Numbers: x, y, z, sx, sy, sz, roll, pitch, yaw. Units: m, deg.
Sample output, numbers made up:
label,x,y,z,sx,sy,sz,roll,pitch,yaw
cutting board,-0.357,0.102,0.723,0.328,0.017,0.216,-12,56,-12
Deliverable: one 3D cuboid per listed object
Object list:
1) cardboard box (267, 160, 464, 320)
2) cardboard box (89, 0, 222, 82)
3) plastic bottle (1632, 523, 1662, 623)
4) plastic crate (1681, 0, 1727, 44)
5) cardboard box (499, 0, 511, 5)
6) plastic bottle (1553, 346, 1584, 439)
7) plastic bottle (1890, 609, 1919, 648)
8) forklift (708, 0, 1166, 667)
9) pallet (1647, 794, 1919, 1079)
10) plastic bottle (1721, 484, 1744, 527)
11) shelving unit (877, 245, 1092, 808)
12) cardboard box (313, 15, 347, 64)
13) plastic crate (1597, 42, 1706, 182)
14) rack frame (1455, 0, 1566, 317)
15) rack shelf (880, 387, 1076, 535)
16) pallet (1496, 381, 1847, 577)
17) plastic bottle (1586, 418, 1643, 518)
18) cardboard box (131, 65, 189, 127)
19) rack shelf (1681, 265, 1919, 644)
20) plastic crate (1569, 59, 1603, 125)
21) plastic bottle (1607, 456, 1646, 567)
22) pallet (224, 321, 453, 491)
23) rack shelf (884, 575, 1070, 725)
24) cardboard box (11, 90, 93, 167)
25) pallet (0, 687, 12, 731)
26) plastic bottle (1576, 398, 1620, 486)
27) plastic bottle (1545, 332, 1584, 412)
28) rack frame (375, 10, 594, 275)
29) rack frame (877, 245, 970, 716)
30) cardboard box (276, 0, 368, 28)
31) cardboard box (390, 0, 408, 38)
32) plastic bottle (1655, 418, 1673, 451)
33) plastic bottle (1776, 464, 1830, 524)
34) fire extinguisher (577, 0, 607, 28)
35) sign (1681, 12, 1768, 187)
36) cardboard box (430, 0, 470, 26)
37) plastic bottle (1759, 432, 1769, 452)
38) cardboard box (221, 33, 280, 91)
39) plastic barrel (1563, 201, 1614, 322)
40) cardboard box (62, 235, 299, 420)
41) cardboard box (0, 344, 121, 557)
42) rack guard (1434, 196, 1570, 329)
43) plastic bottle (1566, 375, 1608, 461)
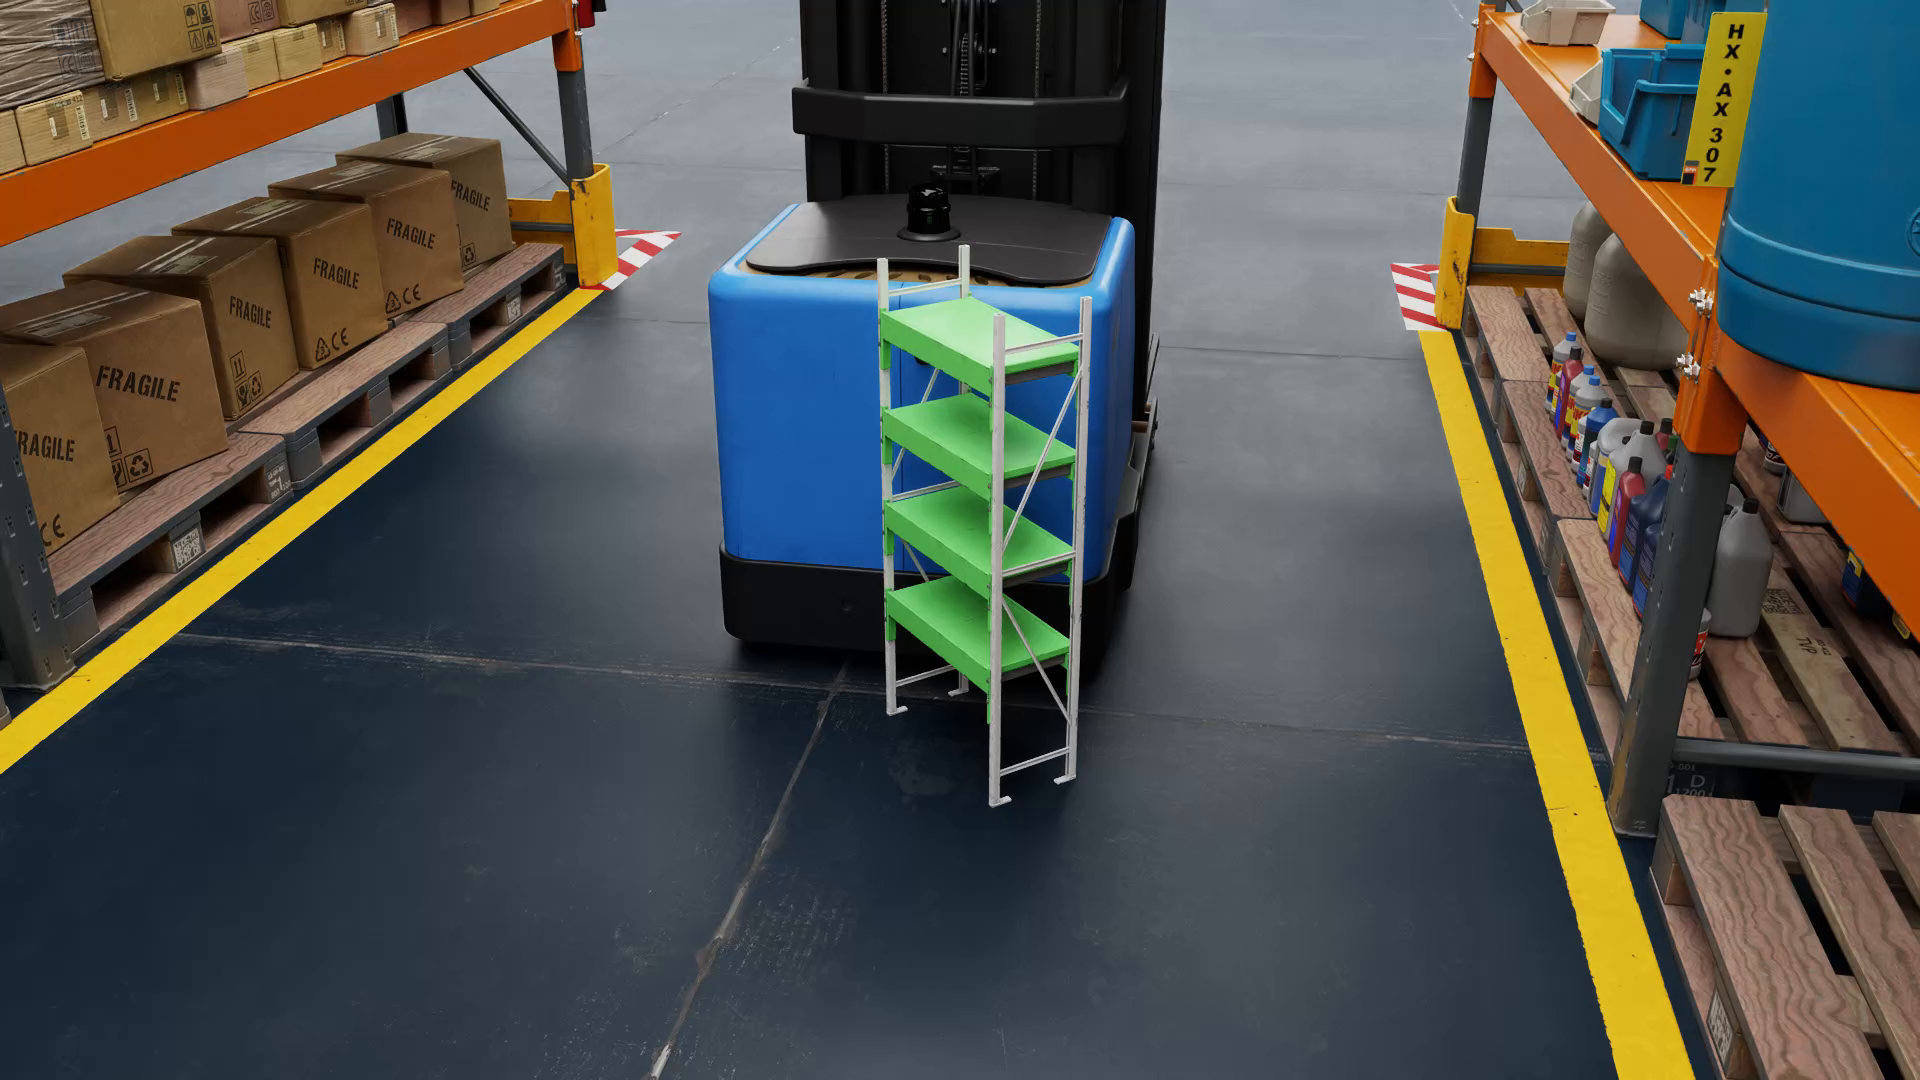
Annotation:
label,x,y,z,sx,sy,sz,roll,pitch,yaw
cardboard box,-2.416,-1.231,6.796,0.500,0.500,0.500,11,27,22
cardboard box,-2.636,-1.583,4.626,0.875,0.500,0.500,4,25,9
plastic bottle,1.820,0.042,4.229,0.144,0.351,0.185,3,25,7
plastic crate,2.754,-1.774,5.677,0.499,0.251,0.408,4,25,9
cardboard box,-2.118,-2.334,6.994,0.380,0.149,0.250,4,25,9
plastic bottle,1.994,-0.481,5.425,0.061,0.283,0.133,4,25,9
plastic bottle,2.404,0.114,4.153,0.061,0.283,0.133,4,25,9
forklift,0.106,-1.591,5.191,1.130,2.935,3.031,4,25,9
pallet,1.909,0.924,3.026,1.003,0.211,1.213,4,25,9
plastic bottle,2.002,-0.005,4.416,0.152,0.276,0.135,4,25,9
shelving unit,0.045,-0.031,3.902,0.258,1.200,0.503,-15,29,-29
cardboard box,-2.327,-1.704,5.649,0.380,0.149,0.250,4,25,9
plastic crate,1.912,-1.084,4.203,0.499,0.251,0.616,4,25,9
rack frame,2.653,-2.343,6.716,1.000,3.000,0.127,4,25,9
rack shelf,0.045,-0.191,3.827,0.258,0.148,0.480,-15,29,-29
pallet,2.347,-0.196,5.421,1.003,0.211,1.213,4,25,9
plastic bottle,1.935,-0.208,4.849,0.152,0.276,0.135,4,25,9
cardboard box,-2.457,-1.283,4.750,0.380,0.149,0.250,4,25,9
rack shelf,1.672,0.493,1.508,1.077,0.370,4.000,4,25,9
plastic crate,2.015,-1.247,4.686,0.530,0.136,0.437,4,25,9
plastic bottle,1.837,-0.079,4.566,0.061,0.283,0.133,6,26,12
pallet,-2.615,-0.545,6.165,1.003,0.211,1.213,4,25,9
rack shelf,0.045,0.244,4.031,0.258,0.148,0.480,-15,29,-29
cardboard box,-2.502,-1.072,4.298,0.380,0.149,0.250,4,25,9
pallet,-3.013,0.576,3.771,1.003,0.211,1.213,4,25,9
plastic bottle,1.944,-0.299,5.051,0.097,0.271,0.097,0,25,0
plastic bottle,2.049,-0.569,5.628,0.097,0.271,0.097,0,25,0
rack frame,-2.234,-2.686,7.449,1.000,3.000,0.127,4,25,9
rack frame,-0.083,-0.119,4.090,0.240,1.200,0.015,-15,29,-29
cardboard box,-2.531,-2.006,5.528,0.875,0.500,0.500,4,25,9
cardboard box,-2.265,-1.914,6.098,0.380,0.149,0.250,4,25,9
plastic bottle,2.040,-0.204,4.832,0.061,0.283,0.133,4,25,9
plastic bottle,2.490,-0.201,4.834,0.152,0.276,0.135,4,25,9
fire extinguisher,-1.760,-2.667,7.500,0.296,0.674,0.183,4,25,9
sign,1.458,-0.838,3.175,0.100,0.325,0.005,4,25,9
cardboard box,-2.164,-2.122,6.542,0.380,0.149,0.250,4,25,9
plastic bottle,2.612,-0.417,5.287,0.061,0.283,0.133,4,25,9
cardboard box,-2.375,-1.493,5.197,0.380,0.149,0.250,4,25,9
plastic barrel,2.621,-1.125,6.555,0.421,0.512,0.421,0,25,0
cardboard box,-2.672,-0.741,5.747,0.500,0.500,0.500,2,25,4
cardboard box,-2.782,-0.235,4.668,0.500,0.500,0.500,3,25,7
rack guard,2.687,-1.175,7.171,1.175,0.500,0.348,4,25,9
plastic bottle,1.977,-0.384,5.232,0.097,0.271,0.097,0,25,0
